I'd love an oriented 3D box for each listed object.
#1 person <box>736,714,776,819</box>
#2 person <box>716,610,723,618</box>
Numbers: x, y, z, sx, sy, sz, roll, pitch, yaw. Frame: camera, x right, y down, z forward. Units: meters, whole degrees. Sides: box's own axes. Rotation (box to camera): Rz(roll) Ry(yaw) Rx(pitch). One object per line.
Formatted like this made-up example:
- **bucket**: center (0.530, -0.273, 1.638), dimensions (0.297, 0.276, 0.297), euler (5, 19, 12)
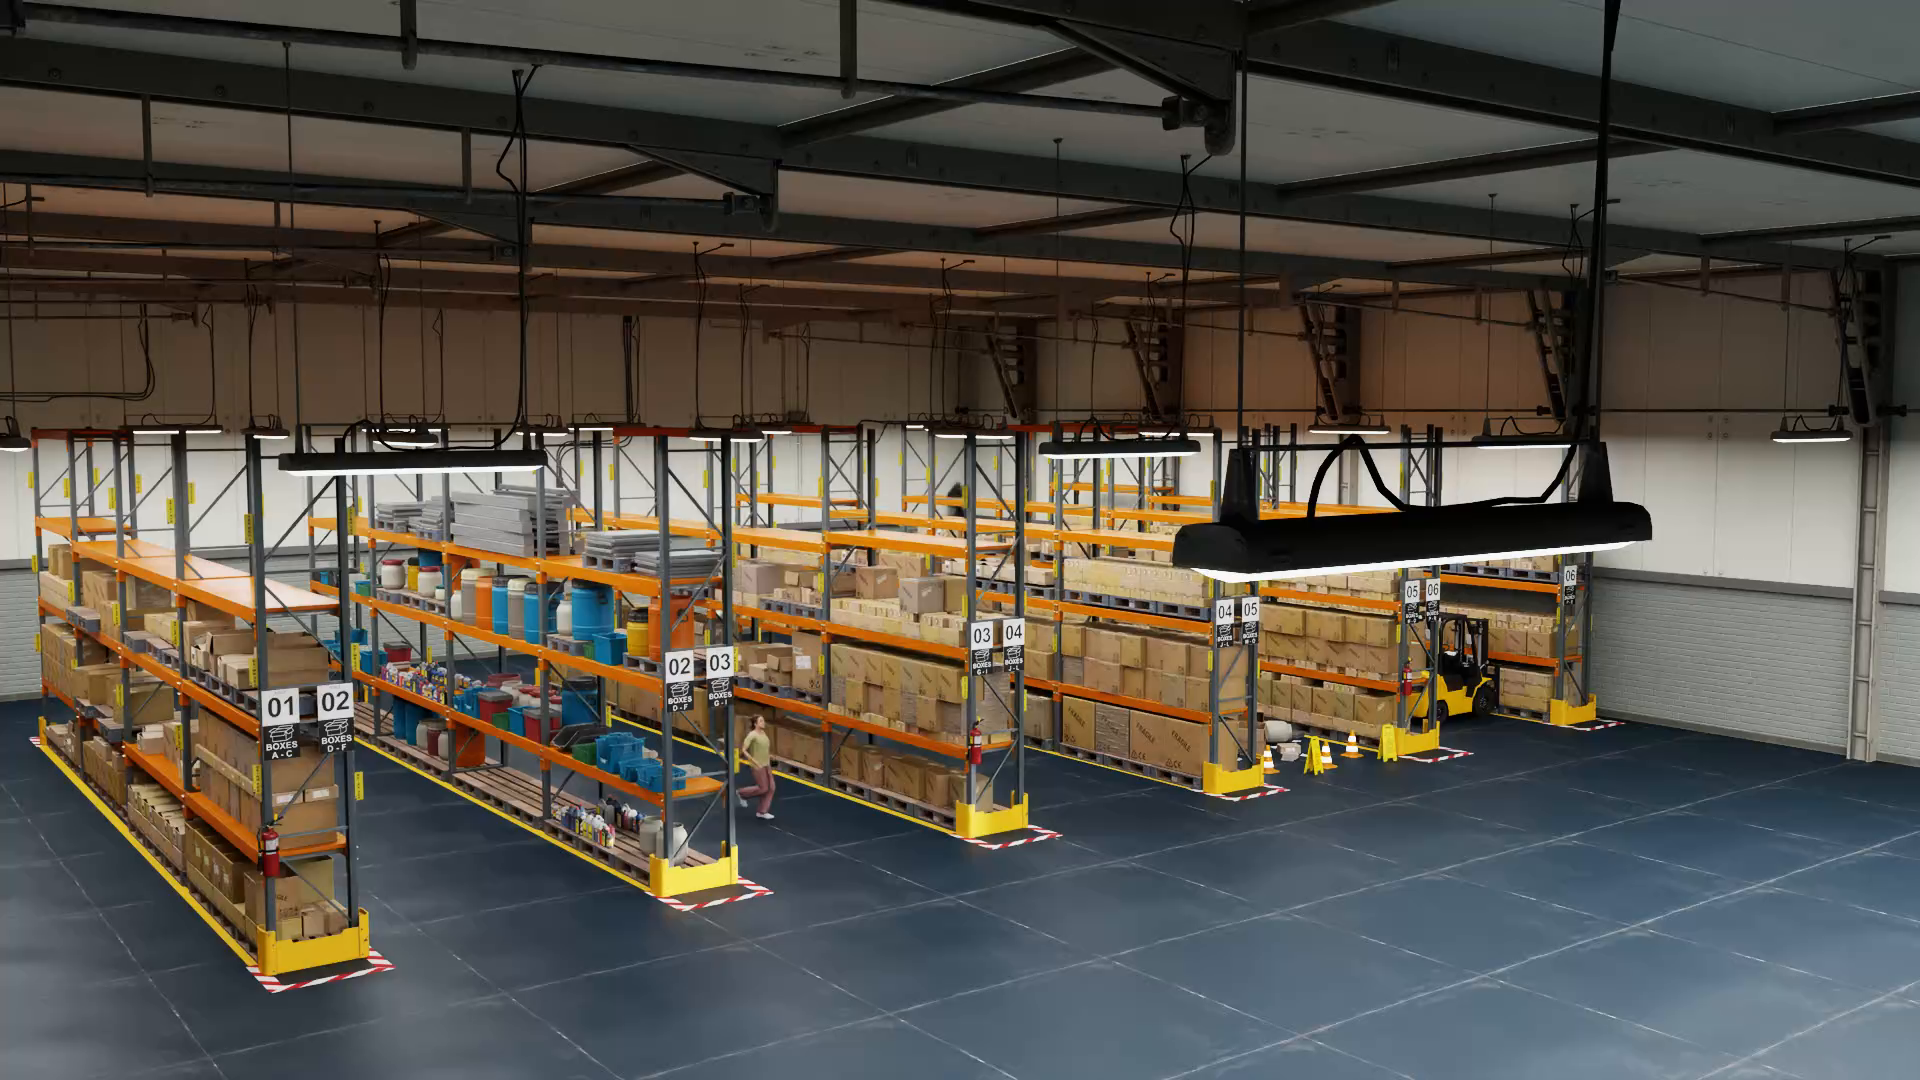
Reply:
- **person**: center (-3.157, 3.499, 25.820), dimensions (0.624, 1.629, 0.585), euler (2, 5, 27)
- **person**: center (-6.045, 2.239, 41.015), dimensions (0.899, 1.727, 0.710), euler (-4, 6, -43)
